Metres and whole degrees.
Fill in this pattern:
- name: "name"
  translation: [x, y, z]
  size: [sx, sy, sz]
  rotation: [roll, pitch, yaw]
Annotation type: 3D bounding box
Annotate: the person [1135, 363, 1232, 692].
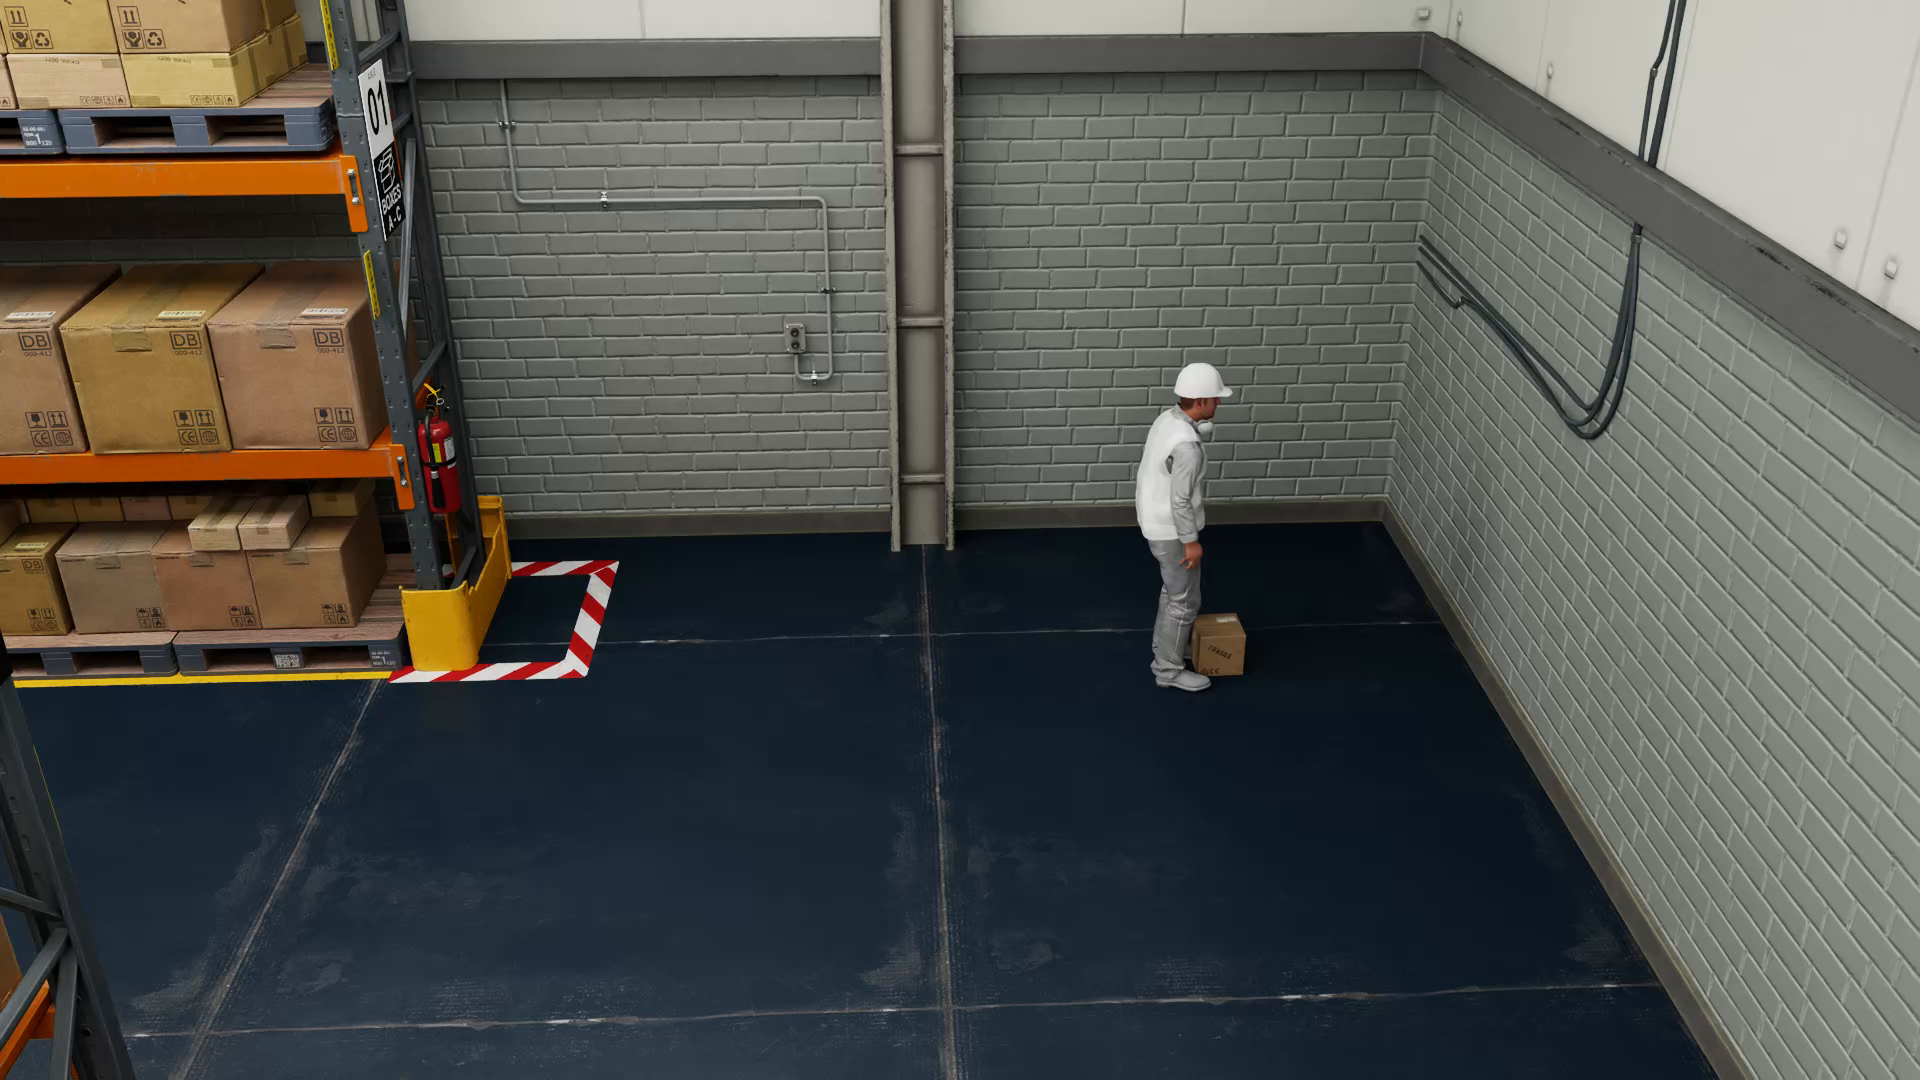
- name: "person"
  translation: [1.154, -0.088, 8.761]
  size: [0.464, 1.771, 0.580]
  rotation: [-1, 27, -2]
